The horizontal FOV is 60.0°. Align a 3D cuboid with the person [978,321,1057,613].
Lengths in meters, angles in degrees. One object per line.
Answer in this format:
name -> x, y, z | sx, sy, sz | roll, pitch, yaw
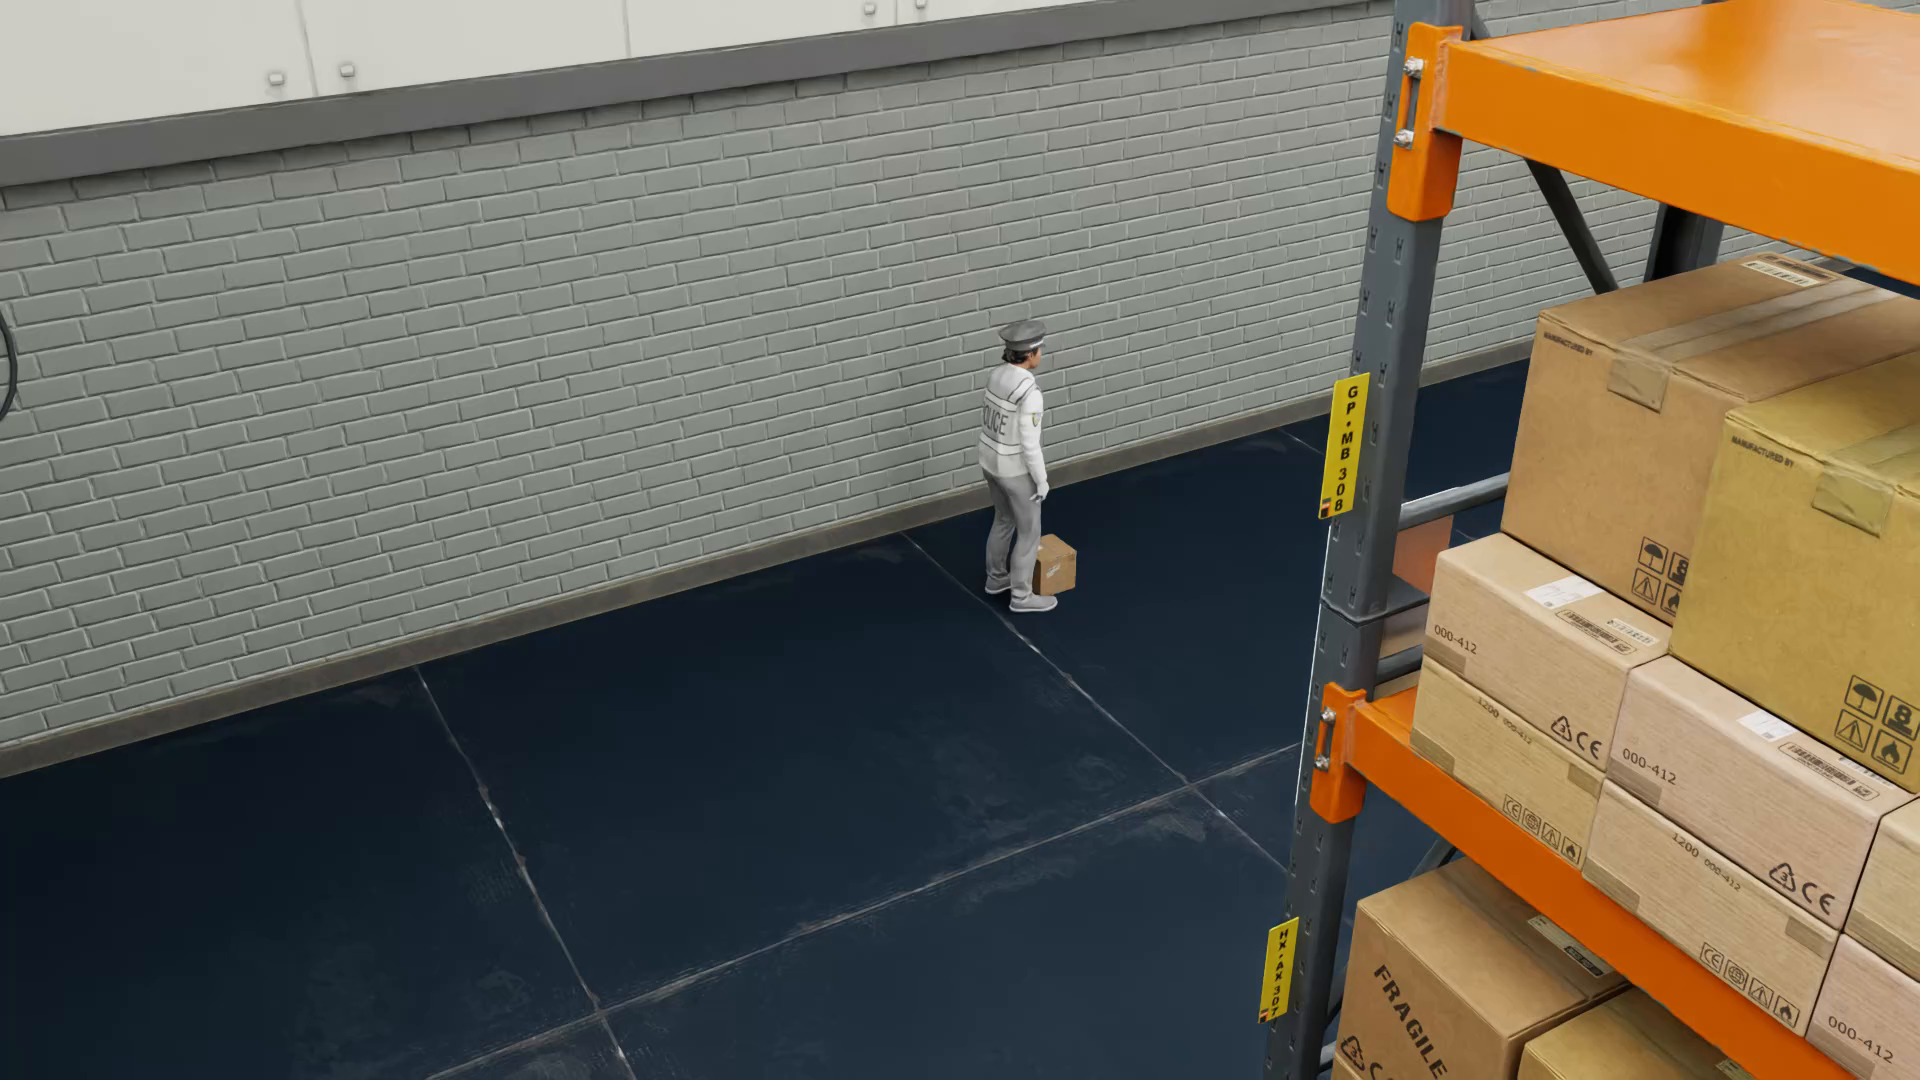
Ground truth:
person -> 0.306, -0.402, 9.272 | 0.374, 1.663, 0.528 | -16, 33, -26
